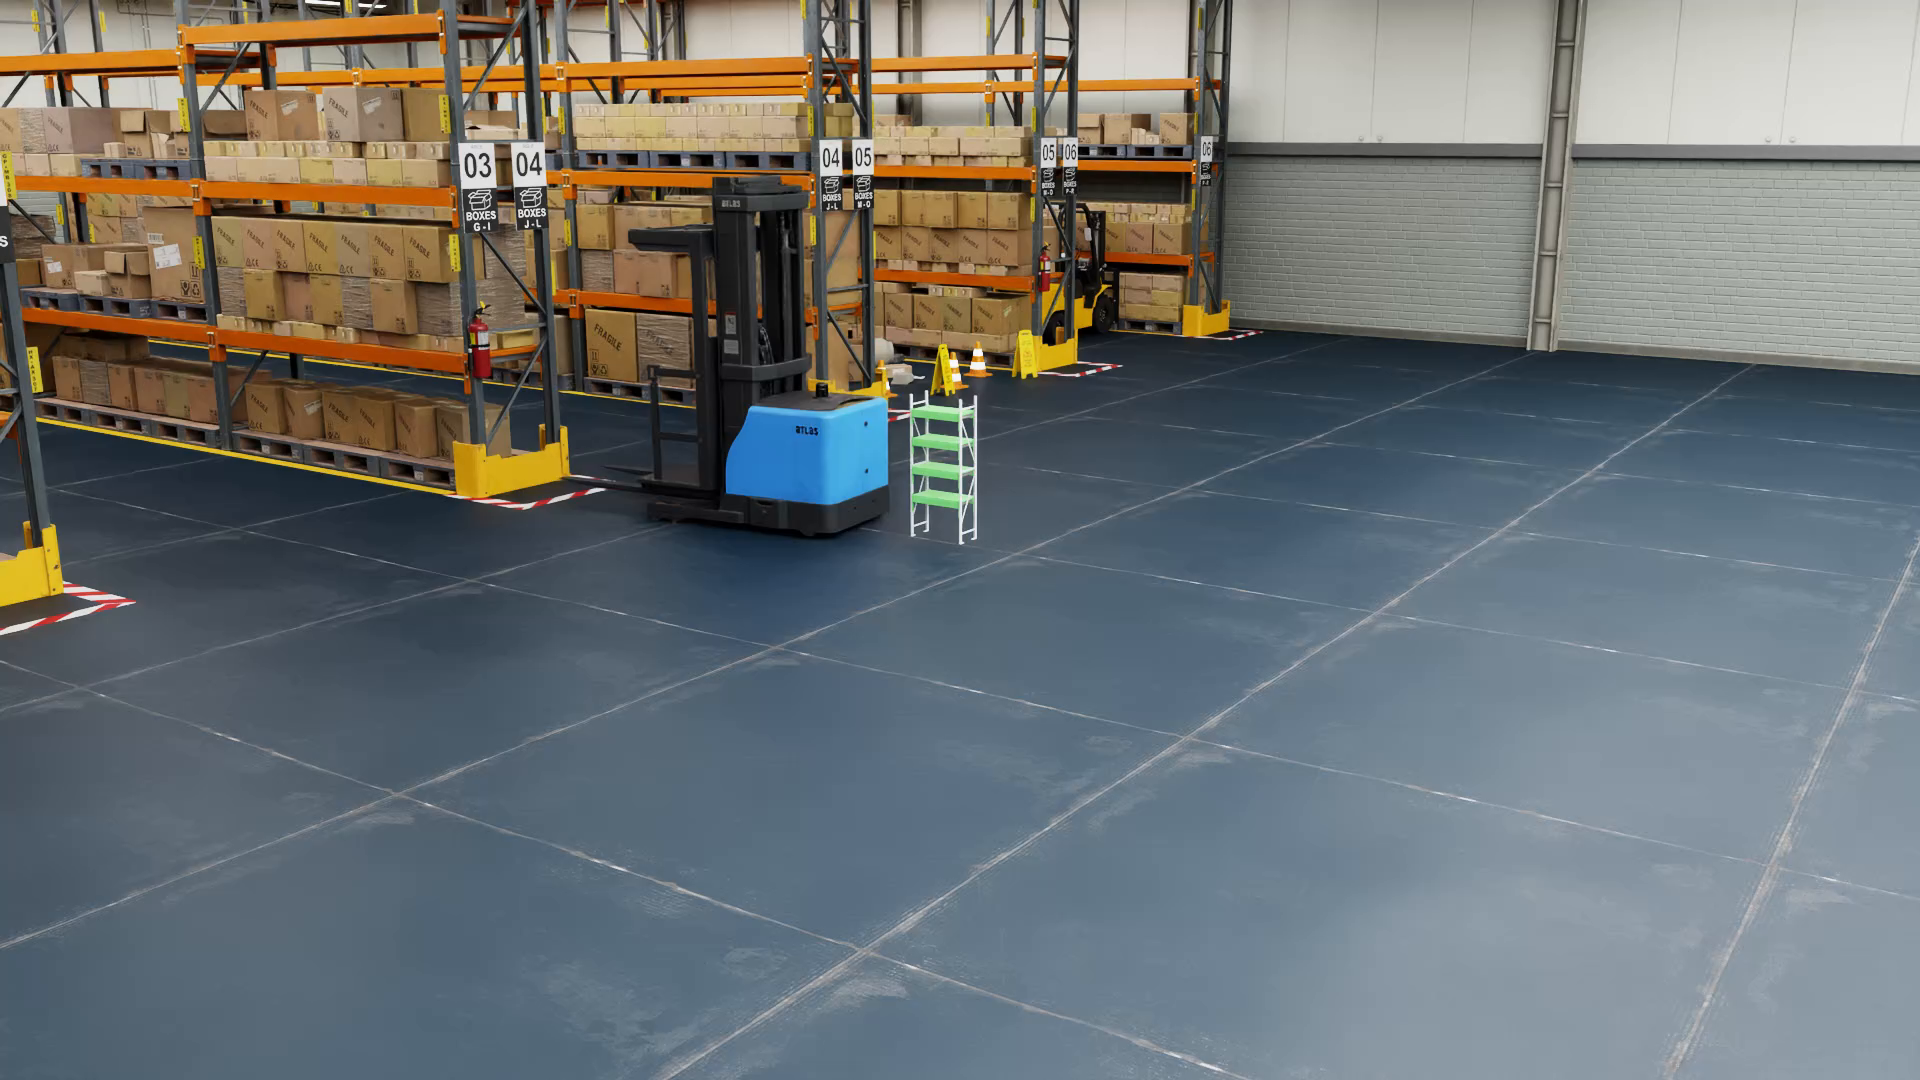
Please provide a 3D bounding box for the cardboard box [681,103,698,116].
[{"bbox_3d":[-3.085,-5.097,19.708,0.250,0.149,0.380,9,17,33],"label":"cardboard box"}]

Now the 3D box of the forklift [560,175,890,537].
[{"bbox_3d":[-2.160,-1.677,14.498,3.031,2.935,1.130,7,16,26],"label":"forklift"}]

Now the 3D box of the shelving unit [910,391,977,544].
[{"bbox_3d":[-0.137,-0.605,13.769,0.503,1.200,0.258,9,17,33],"label":"shelving unit"}]

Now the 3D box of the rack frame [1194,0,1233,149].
[{"bbox_3d":[4.096,-7.844,26.782,0.127,3.000,1.000,9,17,33],"label":"rack frame"}]

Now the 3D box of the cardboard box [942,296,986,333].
[{"bbox_3d":[0.083,-3.299,24.197,0.500,0.500,0.500,10,17,35],"label":"cardboard box"}]

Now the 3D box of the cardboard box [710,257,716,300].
[{"bbox_3d":[-2.546,-3.224,20.292,0.550,0.550,0.875,9,17,33],"label":"cardboard box"}]

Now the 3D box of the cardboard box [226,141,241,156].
[{"bbox_3d":[-7.165,-3.952,16.784,0.250,0.149,0.380,8,16,30],"label":"cardboard box"}]

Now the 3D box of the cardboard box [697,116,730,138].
[{"bbox_3d":[-2.743,-4.866,19.605,0.500,0.250,0.500,9,17,32],"label":"cardboard box"}]

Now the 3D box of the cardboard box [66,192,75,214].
[{"bbox_3d":[-14.402,-5.652,27.504,0.500,0.500,0.500,9,17,32],"label":"cardboard box"}]

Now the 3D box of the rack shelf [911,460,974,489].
[{"bbox_3d":[-0.137,-0.543,13.784,0.480,0.148,0.258,9,17,33],"label":"rack shelf"}]

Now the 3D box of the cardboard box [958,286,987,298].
[{"bbox_3d":[0.176,-3.581,23.983,0.250,0.149,0.380,10,17,34],"label":"cardboard box"}]

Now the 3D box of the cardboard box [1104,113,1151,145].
[{"bbox_3d":[2.798,-6.857,27.747,0.500,0.500,0.700,9,17,33],"label":"cardboard box"}]

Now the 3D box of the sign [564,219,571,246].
[{"bbox_3d":[-4.964,-3.891,21.056,0.005,0.325,0.100,9,17,33],"label":"sign"}]

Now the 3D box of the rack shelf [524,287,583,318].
[{"bbox_3d":[-6.329,-3.396,22.798,4.000,0.370,1.077,9,17,33],"label":"rack shelf"}]

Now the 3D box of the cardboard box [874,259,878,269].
[{"bbox_3d":[-1.246,-4.157,24.894,0.250,0.149,0.380,10,17,35],"label":"cardboard box"}]

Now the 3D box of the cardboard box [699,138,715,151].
[{"bbox_3d":[-2.869,-4.675,19.664,0.250,0.149,0.380,9,17,33],"label":"cardboard box"}]

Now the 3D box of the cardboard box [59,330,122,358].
[{"bbox_3d":[-10.268,-2.319,19.673,0.500,0.250,0.500,10,17,35],"label":"cardboard box"}]

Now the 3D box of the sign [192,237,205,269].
[{"bbox_3d":[-7.828,-2.953,17.100,0.005,0.325,0.100,9,17,33],"label":"sign"}]

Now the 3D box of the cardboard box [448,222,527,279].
[{"bbox_3d":[-4.506,-2.772,15.870,0.500,0.500,0.500,9,17,33],"label":"cardboard box"}]

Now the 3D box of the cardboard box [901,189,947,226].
[{"bbox_3d":[-0.450,-4.857,24.292,0.500,0.500,0.700,9,17,32],"label":"cardboard box"}]

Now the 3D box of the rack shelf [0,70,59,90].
[{"bbox_3d":[-12.500,-5.675,20.352,4.000,0.370,1.077,9,17,33],"label":"rack shelf"}]

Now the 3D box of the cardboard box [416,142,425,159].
[{"bbox_3d":[-4.757,-3.576,15.265,0.250,0.149,0.380,9,16,31],"label":"cardboard box"}]

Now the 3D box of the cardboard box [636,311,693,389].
[{"bbox_3d":[-3.436,-2.431,20.950,0.875,0.875,0.875,9,17,33],"label":"cardboard box"}]

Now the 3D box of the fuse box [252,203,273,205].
[{"bbox_3d":[-15.346,-6.613,36.975,0.414,1.711,0.539,9,17,33],"label":"fuse box"}]

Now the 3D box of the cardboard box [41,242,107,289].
[{"bbox_3d":[-10.370,-3.226,19.532,0.500,0.500,0.500,7,15,26],"label":"cardboard box"}]

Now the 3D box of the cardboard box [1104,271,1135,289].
[{"bbox_3d":[2.688,-4.419,28.198,0.500,0.250,0.500,9,17,34],"label":"cardboard box"}]

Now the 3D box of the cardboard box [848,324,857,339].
[{"bbox_3d":[-1.652,-3.214,25.413,0.500,0.250,0.500,8,16,30],"label":"cardboard box"}]

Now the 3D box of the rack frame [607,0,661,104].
[{"bbox_3d":[-5.310,-7.926,27.116,0.127,3.000,1.000,9,17,33],"label":"rack frame"}]

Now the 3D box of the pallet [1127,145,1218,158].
[{"bbox_3d":[3.524,-6.445,27.557,1.213,0.211,1.003,9,17,33],"label":"pallet"}]

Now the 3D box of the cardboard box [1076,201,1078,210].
[{"bbox_3d":[1.989,-5.717,28.498,0.250,0.149,0.380,9,17,33],"label":"cardboard box"}]

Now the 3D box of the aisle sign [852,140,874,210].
[{"bbox_3d":[-1.124,-4.253,19.352,0.004,0.787,0.394,9,17,33],"label":"aisle sign"}]

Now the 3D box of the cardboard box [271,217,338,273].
[{"bbox_3d":[-6.459,-2.935,16.530,0.500,0.500,0.500,9,17,33],"label":"cardboard box"}]

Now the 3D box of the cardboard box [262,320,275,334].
[{"bbox_3d":[-6.875,-2.195,16.972,0.250,0.149,0.380,9,17,33],"label":"cardboard box"}]

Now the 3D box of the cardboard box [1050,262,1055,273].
[{"bbox_3d":[1.162,-3.906,23.884,0.250,0.149,0.380,9,17,33],"label":"cardboard box"}]

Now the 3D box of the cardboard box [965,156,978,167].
[{"bbox_3d":[0.277,-5.384,23.611,0.250,0.149,0.380,9,17,33],"label":"cardboard box"}]

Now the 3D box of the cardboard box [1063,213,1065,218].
[{"bbox_3d":[1.940,-5.559,28.479,0.250,0.149,0.380,9,16,31],"label":"cardboard box"}]

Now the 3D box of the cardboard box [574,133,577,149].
[{"bbox_3d":[-5.031,-5.251,21.749,0.396,0.266,0.258,9,16,32],"label":"cardboard box"}]

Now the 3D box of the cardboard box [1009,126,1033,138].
[{"bbox_3d":[0.883,-5.649,23.022,0.250,0.149,0.380,9,17,33],"label":"cardboard box"}]

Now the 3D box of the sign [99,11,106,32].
[{"bbox_3d":[-14.300,-8.637,27.713,0.005,0.325,0.100,9,17,33],"label":"sign"}]

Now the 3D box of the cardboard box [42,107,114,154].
[{"bbox_3d":[-9.754,-4.536,18.416,0.500,0.500,0.500,9,16,31],"label":"cardboard box"}]

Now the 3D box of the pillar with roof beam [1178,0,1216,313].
[{"bbox_3d":[1.618,-7.258,24.418,0.400,9.000,9.100,9,17,33],"label":"pillar with roof beam"}]

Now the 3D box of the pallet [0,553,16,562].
[{"bbox_3d":[-7.727,0.265,12.314,1.213,0.211,1.003,9,17,33],"label":"pallet"}]

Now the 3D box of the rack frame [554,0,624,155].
[{"bbox_3d":[-4.669,-6.389,20.907,0.127,3.000,1.000,9,17,33],"label":"rack frame"}]

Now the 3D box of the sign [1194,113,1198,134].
[{"bbox_3d":[3.781,-6.673,26.616,0.005,0.325,0.100,9,17,33],"label":"sign"}]

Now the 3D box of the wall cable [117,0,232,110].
[{"bbox_3d":[-16.403,-9.856,34.909,0.029,3.000,2.355,9,17,33],"label":"wall cable"}]

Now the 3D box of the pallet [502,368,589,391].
[{"bbox_3d":[-5.352,-2.212,22.320,1.213,0.211,1.003,9,17,33],"label":"pallet"}]

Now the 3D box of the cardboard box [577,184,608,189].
[{"bbox_3d":[-7.710,-7.197,34.788,0.500,0.500,0.500,10,17,34],"label":"cardboard box"}]

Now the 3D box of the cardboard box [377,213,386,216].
[{"bbox_3d":[-10.437,-5.816,30.868,0.500,0.500,0.500,10,17,35],"label":"cardboard box"}]

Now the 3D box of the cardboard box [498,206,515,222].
[{"bbox_3d":[-5.932,-4.213,22.311,0.500,0.500,0.700,9,17,33],"label":"cardboard box"}]

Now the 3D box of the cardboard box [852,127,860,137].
[{"bbox_3d":[-1.465,-6.025,24.542,0.250,0.149,0.380,9,16,31],"label":"cardboard box"}]

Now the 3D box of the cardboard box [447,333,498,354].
[{"bbox_3d":[-4.554,-1.841,15.539,0.250,0.149,0.380,9,17,33],"label":"cardboard box"}]

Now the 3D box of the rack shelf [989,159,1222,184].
[{"bbox_3d":[2.436,-6.307,28.312,4.000,0.370,1.077,9,17,33],"label":"rack shelf"}]
